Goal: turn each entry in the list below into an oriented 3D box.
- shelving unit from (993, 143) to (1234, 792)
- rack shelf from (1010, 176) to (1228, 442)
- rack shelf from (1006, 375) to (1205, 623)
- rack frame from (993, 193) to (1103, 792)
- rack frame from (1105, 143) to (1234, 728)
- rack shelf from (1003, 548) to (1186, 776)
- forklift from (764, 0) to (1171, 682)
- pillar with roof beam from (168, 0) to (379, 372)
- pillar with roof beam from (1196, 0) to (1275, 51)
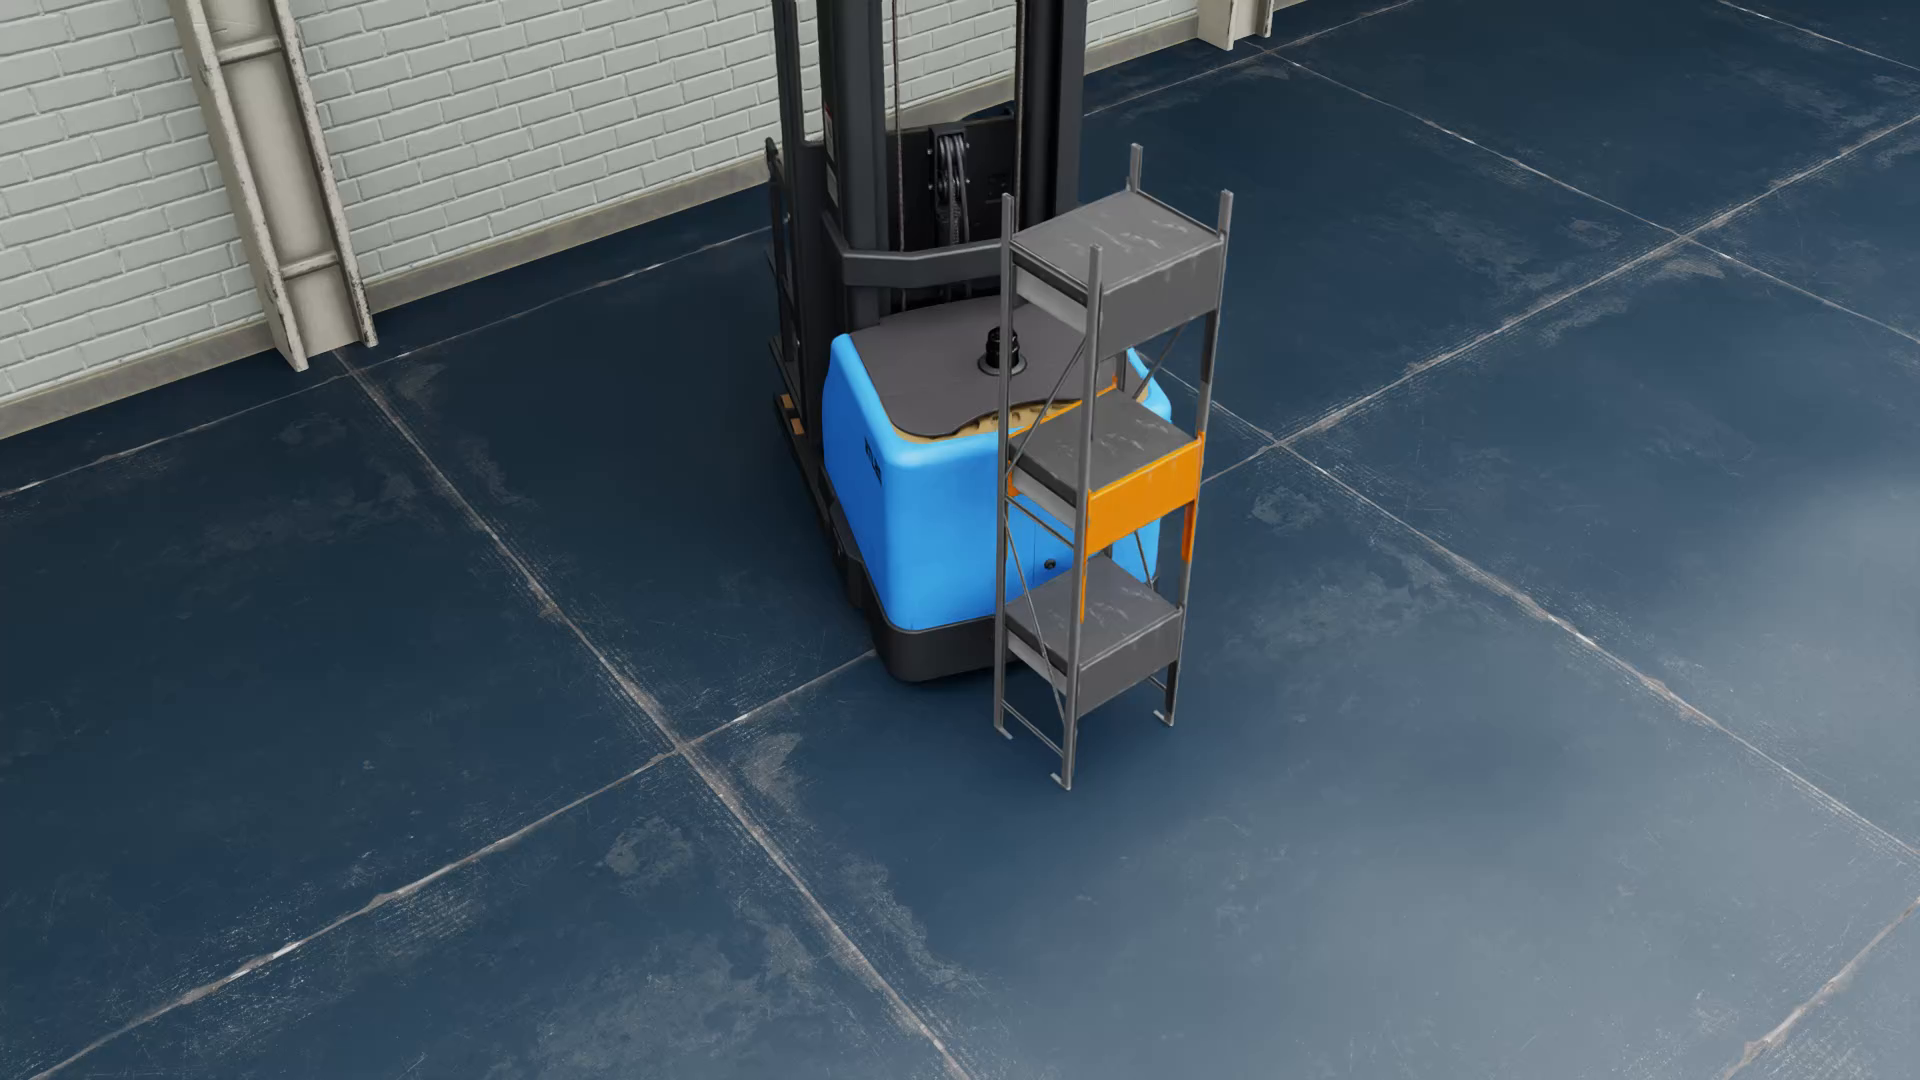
[{"bbox_3d":[0.439,-0.147,5.273,0.503,2.100,0.431,-27,46,-29],"label":"shelving unit"},{"bbox_3d":[0.438,-0.678,4.838,0.480,0.518,0.431,-27,46,-29],"label":"rack shelf"},{"bbox_3d":[0.439,-0.137,5.282,0.480,0.518,0.431,-27,46,-29],"label":"rack shelf"},{"bbox_3d":[0.248,-0.051,5.156,0.015,2.100,0.400,-27,46,-29],"label":"rack frame"},{"bbox_3d":[0.630,-0.244,5.391,0.015,2.100,0.400,-27,46,-29],"label":"rack frame"},{"bbox_3d":[0.440,0.405,5.726,0.480,0.518,0.431,-27,46,-29],"label":"rack shelf"},{"bbox_3d":[-0.185,-1.564,6.345,1.130,2.935,3.031,-11,41,-13],"label":"forklift"},{"bbox_3d":[-0.381,-2.245,2.391,0.400,9.000,9.100,-26,46,-28],"label":"pillar with roof beam"},{"bbox_3d":[4.376,-4.564,5.218,0.400,9.000,9.100,-26,46,-28],"label":"pillar with roof beam"}]
